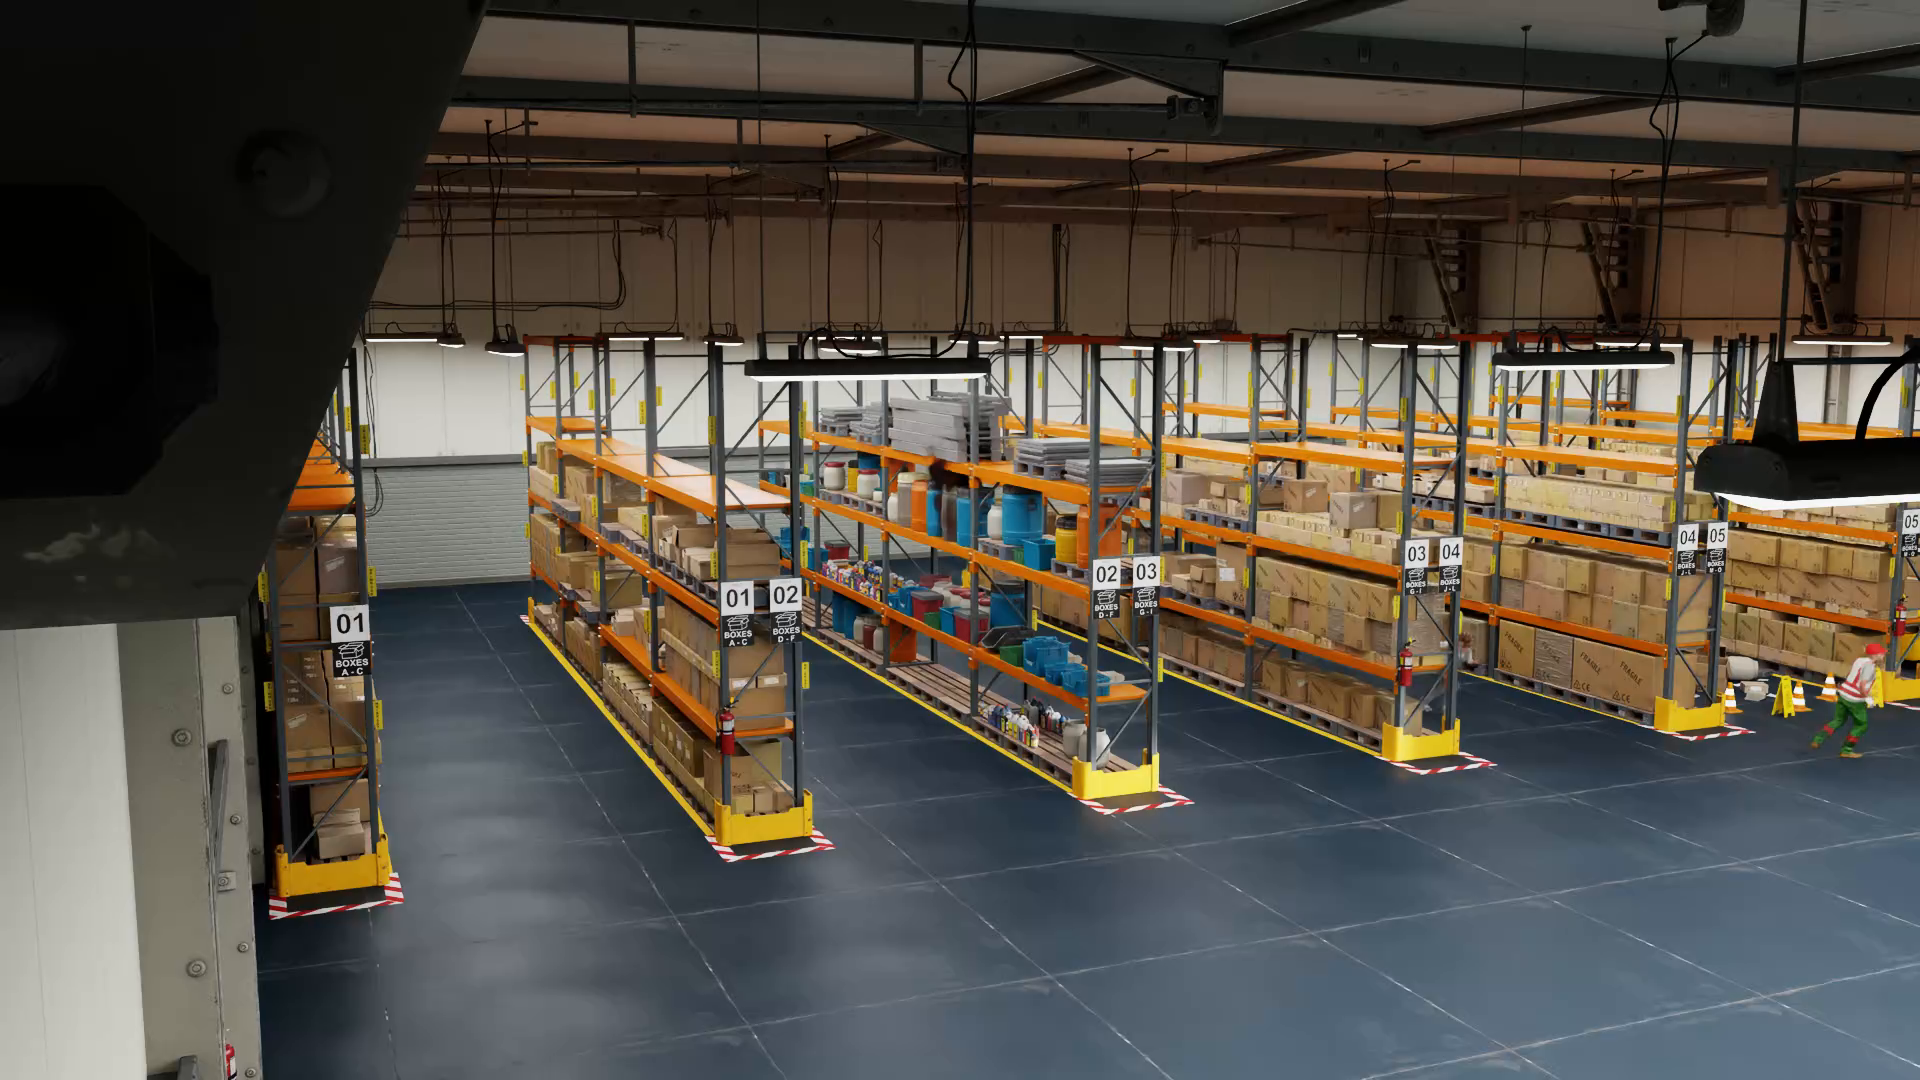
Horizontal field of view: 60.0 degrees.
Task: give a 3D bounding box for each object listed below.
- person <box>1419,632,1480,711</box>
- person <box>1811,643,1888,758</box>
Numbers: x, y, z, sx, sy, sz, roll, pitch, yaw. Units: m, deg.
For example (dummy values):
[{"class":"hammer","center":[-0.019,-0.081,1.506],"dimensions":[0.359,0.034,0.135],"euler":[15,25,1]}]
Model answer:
[{"class":"person","center":[7.821,2.104,26.504],"dimensions":[0.502,1.377,1.026],"euler":[-6,10,-37]},{"class":"person","center":[12.856,2.307,24.044],"dimensions":[0.865,1.694,0.668],"euler":[0,8,3]}]
